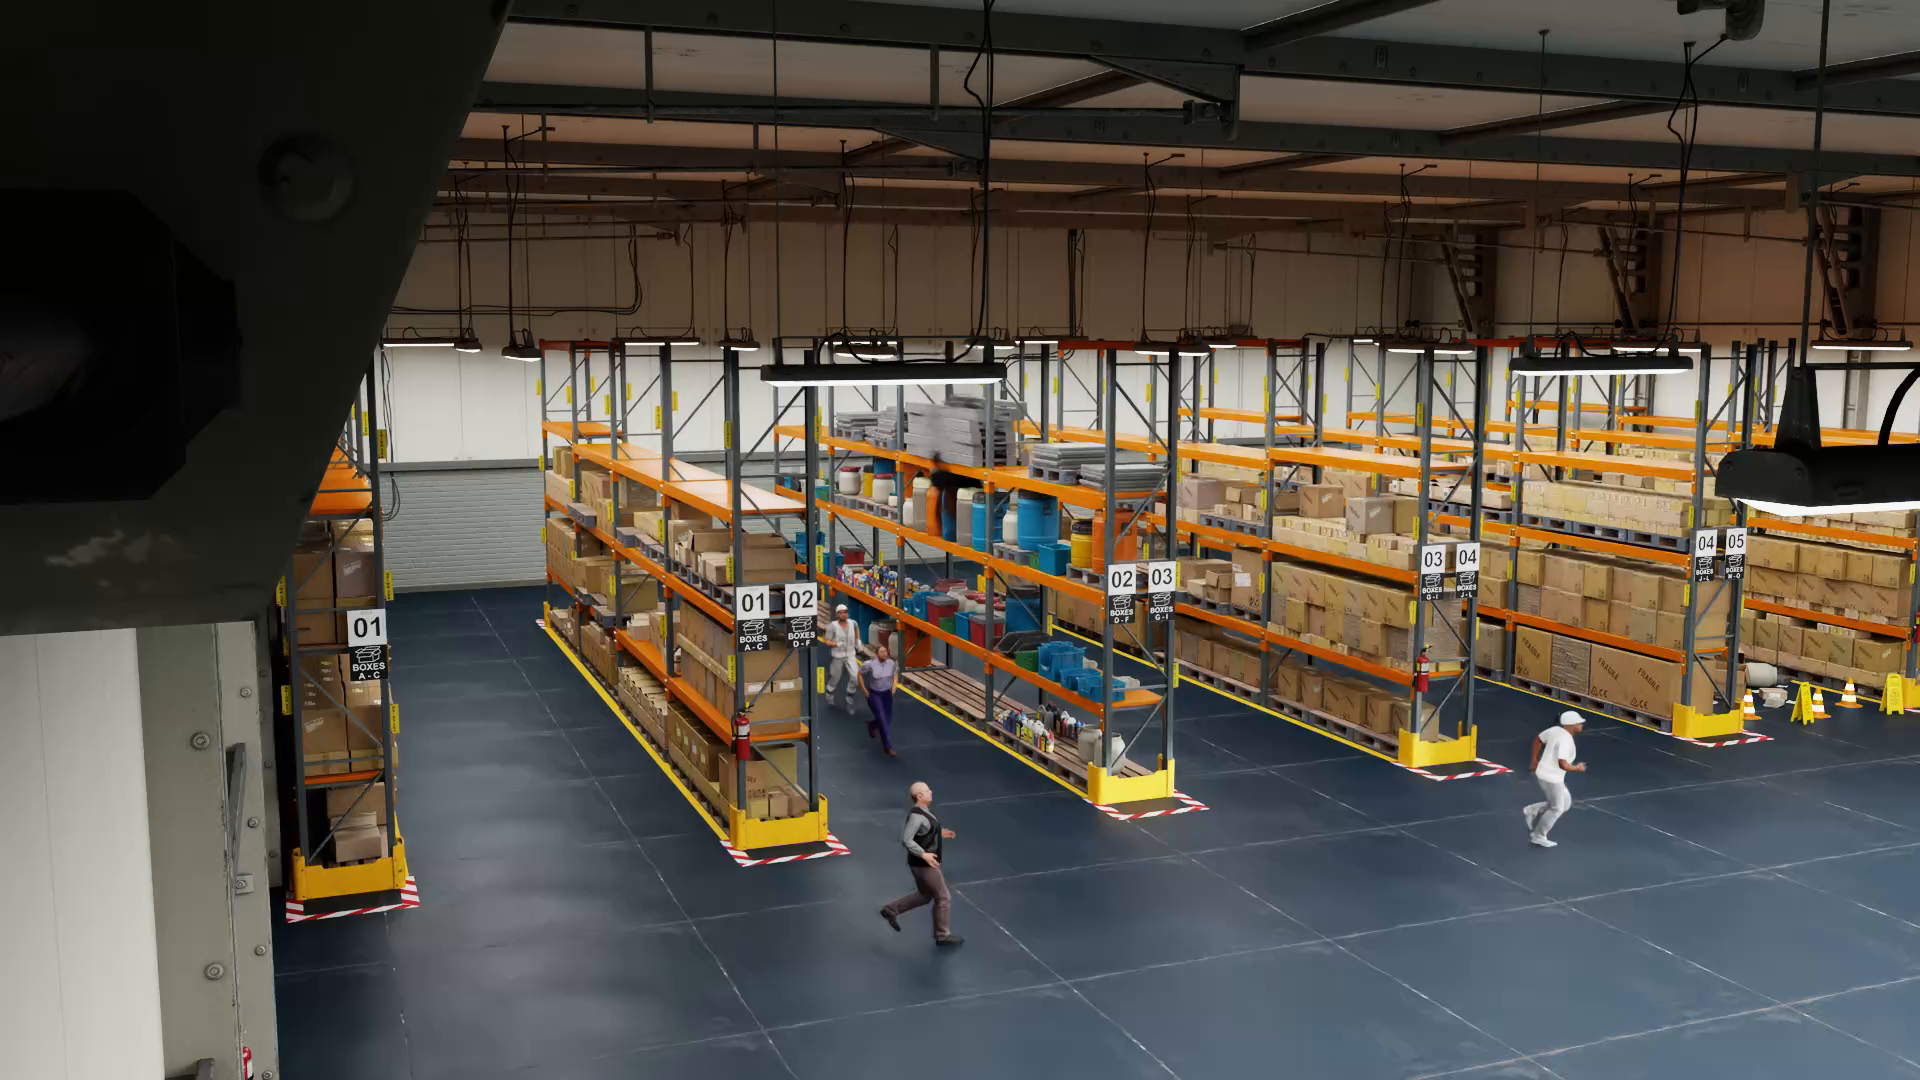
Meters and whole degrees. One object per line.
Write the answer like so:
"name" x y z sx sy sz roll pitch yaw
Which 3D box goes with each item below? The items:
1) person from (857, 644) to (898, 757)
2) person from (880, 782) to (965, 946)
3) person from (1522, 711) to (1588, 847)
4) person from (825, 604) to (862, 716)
"person" -1.202 2.337 24.687 0.630 1.644 0.895 -4 9 -30
"person" -0.389 3.296 16.945 0.875 1.696 0.669 0 7 -1
"person" 7.235 2.897 20.131 0.655 1.696 0.676 2 8 12
"person" -1.898 1.928 27.103 0.675 1.816 0.910 -3 8 -22
